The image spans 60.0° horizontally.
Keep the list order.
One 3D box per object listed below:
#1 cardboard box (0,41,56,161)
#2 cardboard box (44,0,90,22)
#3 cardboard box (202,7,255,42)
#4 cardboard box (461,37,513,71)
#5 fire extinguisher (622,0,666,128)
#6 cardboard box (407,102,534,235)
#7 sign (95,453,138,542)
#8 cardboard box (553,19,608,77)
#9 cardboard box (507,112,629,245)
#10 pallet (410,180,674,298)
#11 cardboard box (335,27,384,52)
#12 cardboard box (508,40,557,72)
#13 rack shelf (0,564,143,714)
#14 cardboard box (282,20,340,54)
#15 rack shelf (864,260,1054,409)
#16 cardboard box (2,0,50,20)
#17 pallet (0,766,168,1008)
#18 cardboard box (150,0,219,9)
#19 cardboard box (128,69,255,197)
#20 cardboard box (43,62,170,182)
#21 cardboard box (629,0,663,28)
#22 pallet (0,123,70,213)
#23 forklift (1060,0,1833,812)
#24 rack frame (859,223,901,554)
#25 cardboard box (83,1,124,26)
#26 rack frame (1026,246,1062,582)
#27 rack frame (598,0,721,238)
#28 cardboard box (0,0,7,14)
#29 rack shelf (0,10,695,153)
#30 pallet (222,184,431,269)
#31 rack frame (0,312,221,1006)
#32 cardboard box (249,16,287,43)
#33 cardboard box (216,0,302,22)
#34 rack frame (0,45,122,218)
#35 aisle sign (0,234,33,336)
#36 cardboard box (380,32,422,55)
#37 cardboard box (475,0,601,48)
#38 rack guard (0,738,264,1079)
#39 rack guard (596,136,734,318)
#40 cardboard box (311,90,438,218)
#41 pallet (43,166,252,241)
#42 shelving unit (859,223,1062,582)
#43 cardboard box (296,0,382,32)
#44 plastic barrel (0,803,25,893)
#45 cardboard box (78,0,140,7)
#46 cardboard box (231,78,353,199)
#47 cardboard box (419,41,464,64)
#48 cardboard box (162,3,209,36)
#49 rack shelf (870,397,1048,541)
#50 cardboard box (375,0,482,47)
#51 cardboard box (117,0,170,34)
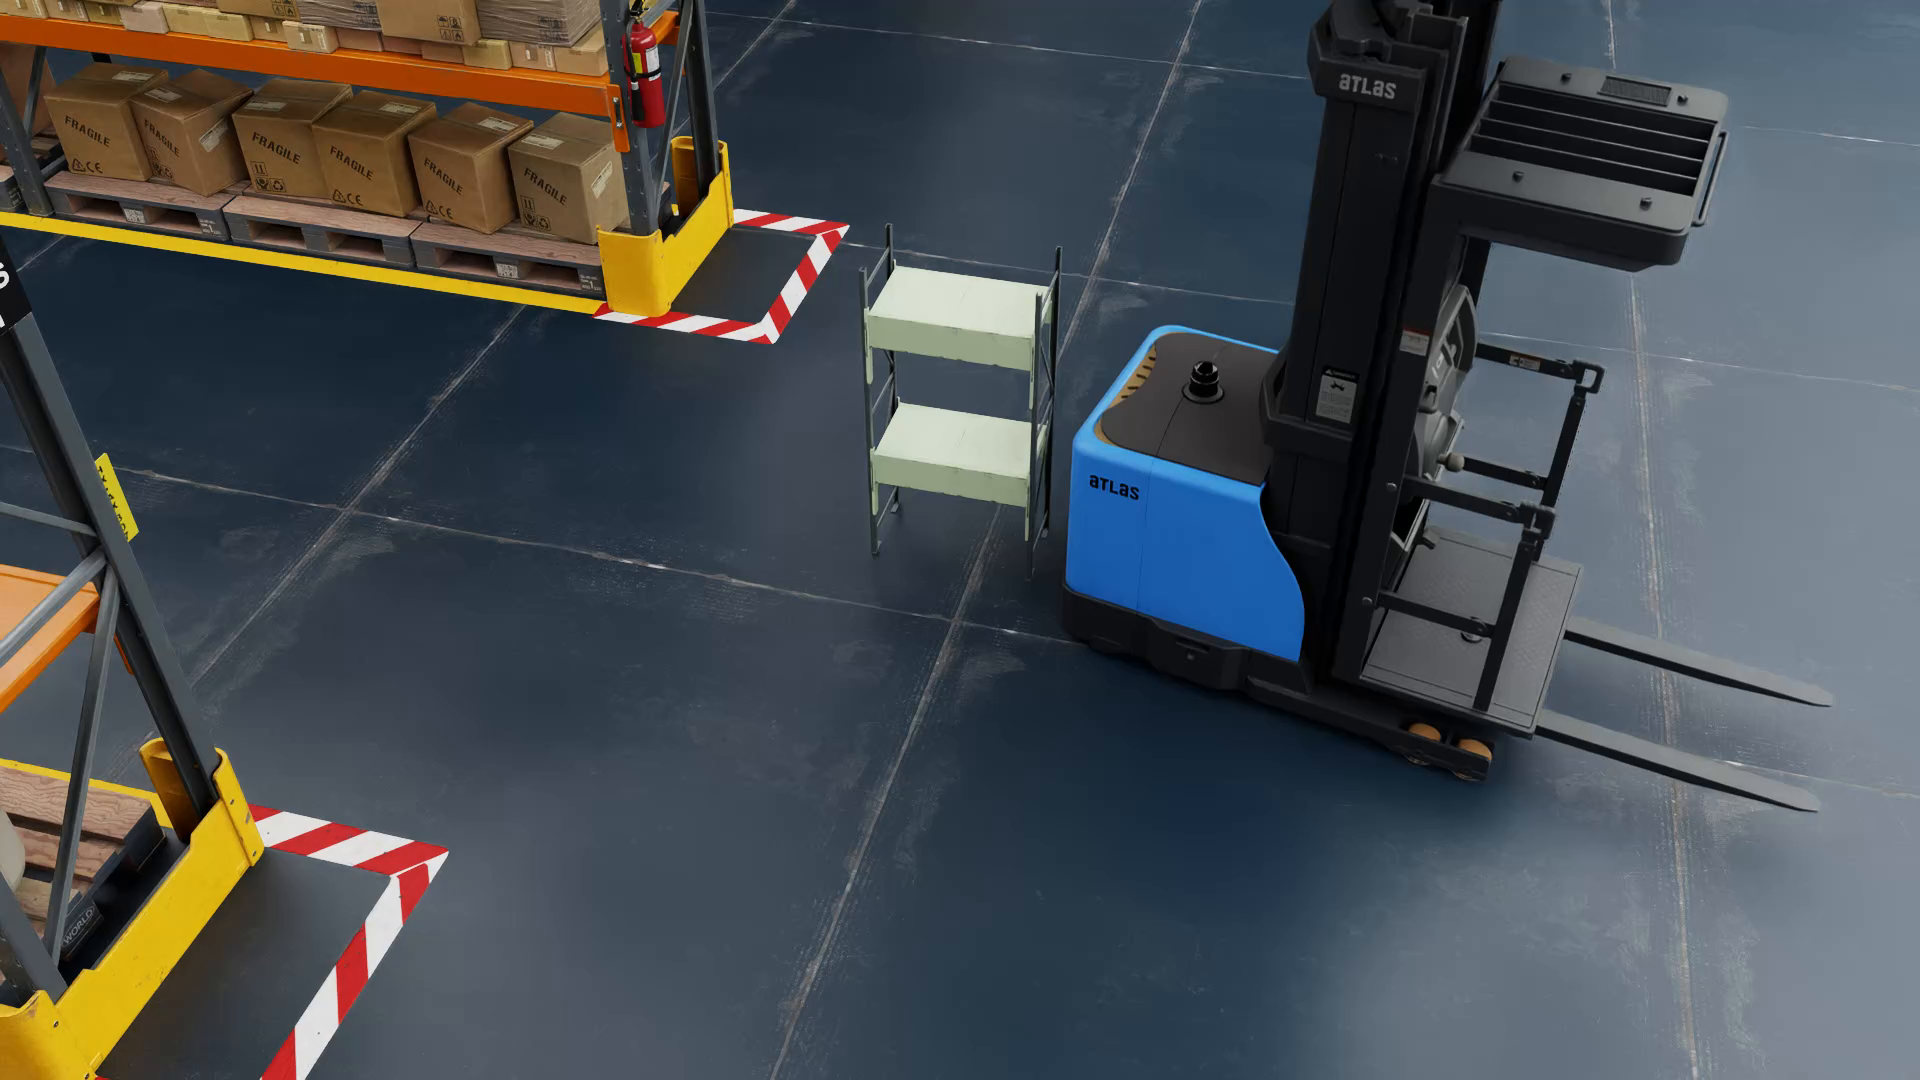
[{"bbox_3d":[-6.043,-2.743,10.286,0.500,0.500,0.700,7,41,8],"label":"cardboard box"},{"bbox_3d":[-4.839,-3.024,9.213,0.250,0.149,0.380,10,41,11],"label":"cardboard box"},{"bbox_3d":[-3.873,-2.857,9.014,0.250,0.149,0.380,10,41,11],"label":"cardboard box"},{"bbox_3d":[-2.416,-2.626,8.740,0.250,0.149,0.380,10,41,11],"label":"cardboard box"},{"bbox_3d":[-1.600,-2.417,8.355,0.183,0.674,0.296,10,41,11],"label":"fire extinguisher"},{"bbox_3d":[-2.777,-2.148,9.592,0.500,0.500,0.500,20,44,23],"label":"cardboard box"},{"bbox_3d":[-2.725,-0.122,5.347,0.005,0.325,0.100,10,41,11],"label":"sign"},{"bbox_3d":[-1.920,-2.575,8.678,0.250,0.149,0.380,10,41,11],"label":"cardboard box"},{"bbox_3d":[-2.190,-2.069,9.499,0.500,0.500,0.500,17,43,19],"label":"cardboard box"},{"bbox_3d":[-2.441,-1.853,9.793,1.213,0.211,1.003,10,41,11],"label":"pallet"},{"bbox_3d":[-3.132,-2.772,8.914,0.250,0.149,0.380,10,41,11],"label":"cardboard box"},{"bbox_3d":[-2.162,-2.616,8.728,0.250,0.149,0.380,10,41,11],"label":"cardboard box"},{"bbox_3d":[-4.804,0.268,5.657,4.000,0.370,1.077,10,41,11],"label":"rack shelf"},{"bbox_3d":[-3.396,-2.759,8.898,0.250,0.149,0.380,10,41,11],"label":"cardboard box"},{"bbox_3d":[0.006,-0.872,7.015,0.720,0.370,0.431,10,41,11],"label":"rack shelf"},{"bbox_3d":[-5.088,-3.048,9.242,0.250,0.149,0.380,10,41,11],"label":"cardboard box"},{"bbox_3d":[-3.741,1.272,6.072,1.213,0.211,1.003,10,41,11],"label":"pallet"},{"bbox_3d":[-4.054,-3.330,9.074,0.500,0.500,0.875,10,41,11],"label":"cardboard box"},{"bbox_3d":[-4.524,-2.438,9.938,0.500,0.500,0.500,23,45,25],"label":"cardboard box"},{"bbox_3d":[-5.080,-2.529,10.046,0.500,0.500,0.500,9,41,10],"label":"cardboard box"},{"bbox_3d":[-1.805,-2.851,9.008,0.250,0.149,0.380,10,41,11],"label":"cardboard box"},{"bbox_3d":[-6.208,-2.477,10.536,1.213,0.211,1.003,10,41,11],"label":"pallet"},{"bbox_3d":[1.988,-0.559,6.137,3.031,2.935,1.130,17,43,20],"label":"forklift"},{"bbox_3d":[-0.347,-0.634,7.339,0.023,1.500,0.400,10,41,11],"label":"rack frame"},{"bbox_3d":[-4.595,-2.988,9.171,0.250,0.149,0.380,10,41,11],"label":"cardboard box"},{"bbox_3d":[0.360,-0.512,7.194,0.023,1.500,0.400,10,41,11],"label":"rack frame"},{"bbox_3d":[-1.592,-2.752,8.694,0.127,3.000,1.000,10,41,11],"label":"rack frame"},{"bbox_3d":[-5.326,-3.098,9.301,0.250,0.149,0.380,10,41,11],"label":"cardboard box"},{"bbox_3d":[-3.524,-2.809,9.321,4.000,0.370,1.077,10,41,11],"label":"rack shelf"},{"bbox_3d":[-3.615,-2.058,10.036,1.213,0.211,1.003,10,41,11],"label":"pallet"},{"bbox_3d":[-2.872,0.325,5.030,0.127,3.000,1.000,10,41,11],"label":"rack frame"},{"bbox_3d":[-3.620,-2.843,8.999,0.250,0.149,0.380,10,41,11],"label":"cardboard box"},{"bbox_3d":[-3.582,-3.221,8.944,0.500,0.500,0.875,10,41,11],"label":"cardboard box"},{"bbox_3d":[-5.456,-3.417,9.486,0.127,3.000,1.000,10,41,11],"label":"rack frame"},{"bbox_3d":[-2.727,-0.840,4.396,0.004,0.787,0.394,10,41,11],"label":"aisle sign"},{"bbox_3d":[-2.885,-2.745,8.881,0.250,0.149,0.380,10,41,11],"label":"cardboard box"},{"bbox_3d":[-2.116,-3.012,8.695,0.500,0.500,0.875,10,41,11],"label":"cardboard box"},{"bbox_3d":[-2.957,1.299,5.814,0.348,0.500,1.175,10,41,11],"label":"rack guard"},{"bbox_3d":[-1.665,-1.807,9.513,0.348,0.500,1.175,10,41,11],"label":"rack guard"},{"bbox_3d":[-3.377,-2.263,9.730,0.500,0.500,0.500,13,42,15],"label":"cardboard box"},{"bbox_3d":[-4.798,-2.259,10.276,1.213,0.211,1.003,10,41,11],"label":"pallet"},{"bbox_3d":[0.006,-0.573,7.266,0.755,1.500,0.431,10,41,11],"label":"shelving unit"},{"bbox_3d":[-3.102,-3.131,8.836,0.500,0.500,0.875,10,41,11],"label":"cardboard box"},{"bbox_3d":[-3.527,1.055,5.769,0.421,0.512,0.421,0,40,0],"label":"plastic barrel"},{"bbox_3d":[-4.563,-3.351,9.098,0.500,0.500,0.875,10,41,11],"label":"cardboard box"},{"bbox_3d":[-3.904,-2.384,9.873,0.500,0.500,0.500,6,40,8],"label":"cardboard box"},{"bbox_3d":[-2.654,-2.677,8.801,0.250,0.149,0.380,10,41,11],"label":"cardboard box"},{"bbox_3d":[-4.112,-2.905,9.072,0.250,0.149,0.380,10,41,11],"label":"cardboard box"},{"bbox_3d":[0.006,-0.324,7.476,0.720,0.370,0.431,10,41,11],"label":"rack shelf"},{"bbox_3d":[-2.630,-3.021,8.706,0.500,0.500,0.875,10,41,11],"label":"cardboard box"},{"bbox_3d":[-4.364,-2.921,9.091,0.250,0.149,0.380,10,41,11],"label":"cardboard box"}]
